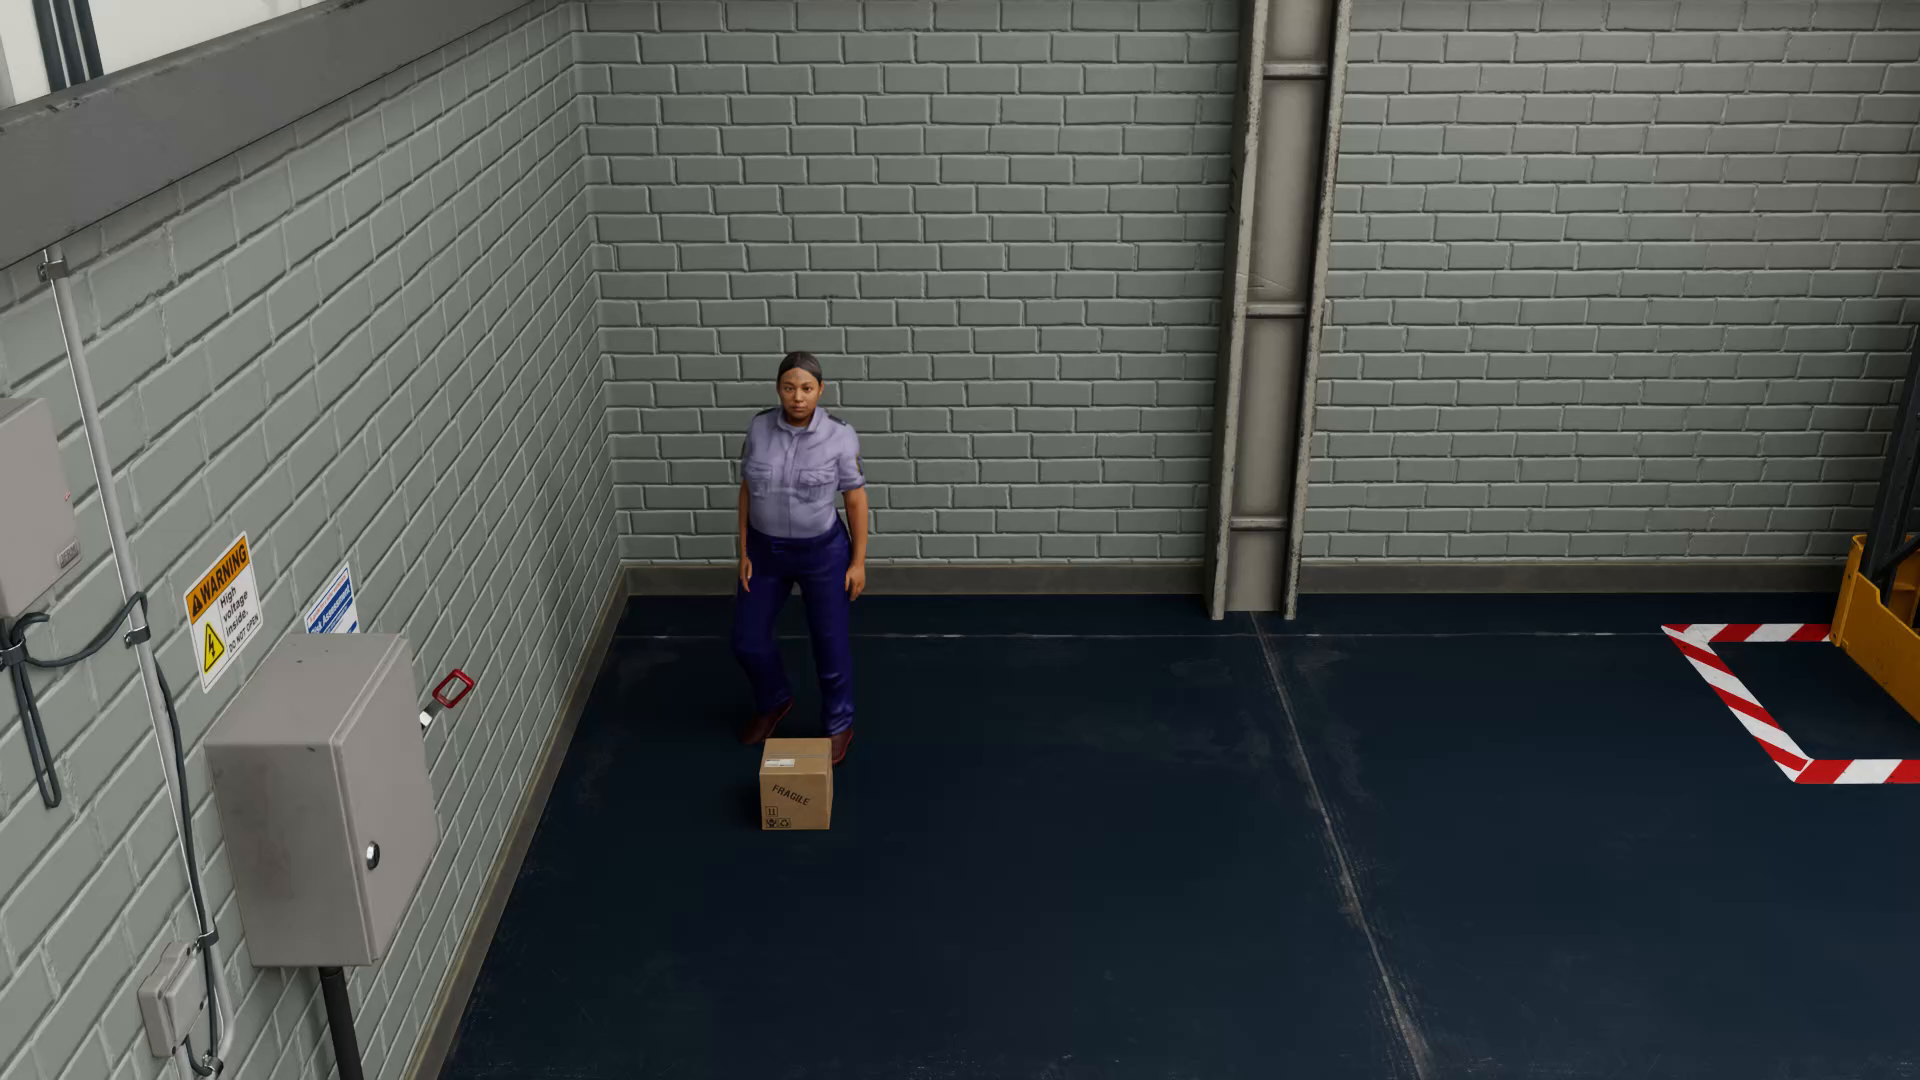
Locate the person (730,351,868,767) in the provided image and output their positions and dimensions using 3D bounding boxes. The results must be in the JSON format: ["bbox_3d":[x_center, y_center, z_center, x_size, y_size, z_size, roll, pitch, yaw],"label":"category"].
[{"bbox_3d":[-0.635,0.093,6.427,0.559,1.695,0.385,5,25,11],"label":"person"}]
